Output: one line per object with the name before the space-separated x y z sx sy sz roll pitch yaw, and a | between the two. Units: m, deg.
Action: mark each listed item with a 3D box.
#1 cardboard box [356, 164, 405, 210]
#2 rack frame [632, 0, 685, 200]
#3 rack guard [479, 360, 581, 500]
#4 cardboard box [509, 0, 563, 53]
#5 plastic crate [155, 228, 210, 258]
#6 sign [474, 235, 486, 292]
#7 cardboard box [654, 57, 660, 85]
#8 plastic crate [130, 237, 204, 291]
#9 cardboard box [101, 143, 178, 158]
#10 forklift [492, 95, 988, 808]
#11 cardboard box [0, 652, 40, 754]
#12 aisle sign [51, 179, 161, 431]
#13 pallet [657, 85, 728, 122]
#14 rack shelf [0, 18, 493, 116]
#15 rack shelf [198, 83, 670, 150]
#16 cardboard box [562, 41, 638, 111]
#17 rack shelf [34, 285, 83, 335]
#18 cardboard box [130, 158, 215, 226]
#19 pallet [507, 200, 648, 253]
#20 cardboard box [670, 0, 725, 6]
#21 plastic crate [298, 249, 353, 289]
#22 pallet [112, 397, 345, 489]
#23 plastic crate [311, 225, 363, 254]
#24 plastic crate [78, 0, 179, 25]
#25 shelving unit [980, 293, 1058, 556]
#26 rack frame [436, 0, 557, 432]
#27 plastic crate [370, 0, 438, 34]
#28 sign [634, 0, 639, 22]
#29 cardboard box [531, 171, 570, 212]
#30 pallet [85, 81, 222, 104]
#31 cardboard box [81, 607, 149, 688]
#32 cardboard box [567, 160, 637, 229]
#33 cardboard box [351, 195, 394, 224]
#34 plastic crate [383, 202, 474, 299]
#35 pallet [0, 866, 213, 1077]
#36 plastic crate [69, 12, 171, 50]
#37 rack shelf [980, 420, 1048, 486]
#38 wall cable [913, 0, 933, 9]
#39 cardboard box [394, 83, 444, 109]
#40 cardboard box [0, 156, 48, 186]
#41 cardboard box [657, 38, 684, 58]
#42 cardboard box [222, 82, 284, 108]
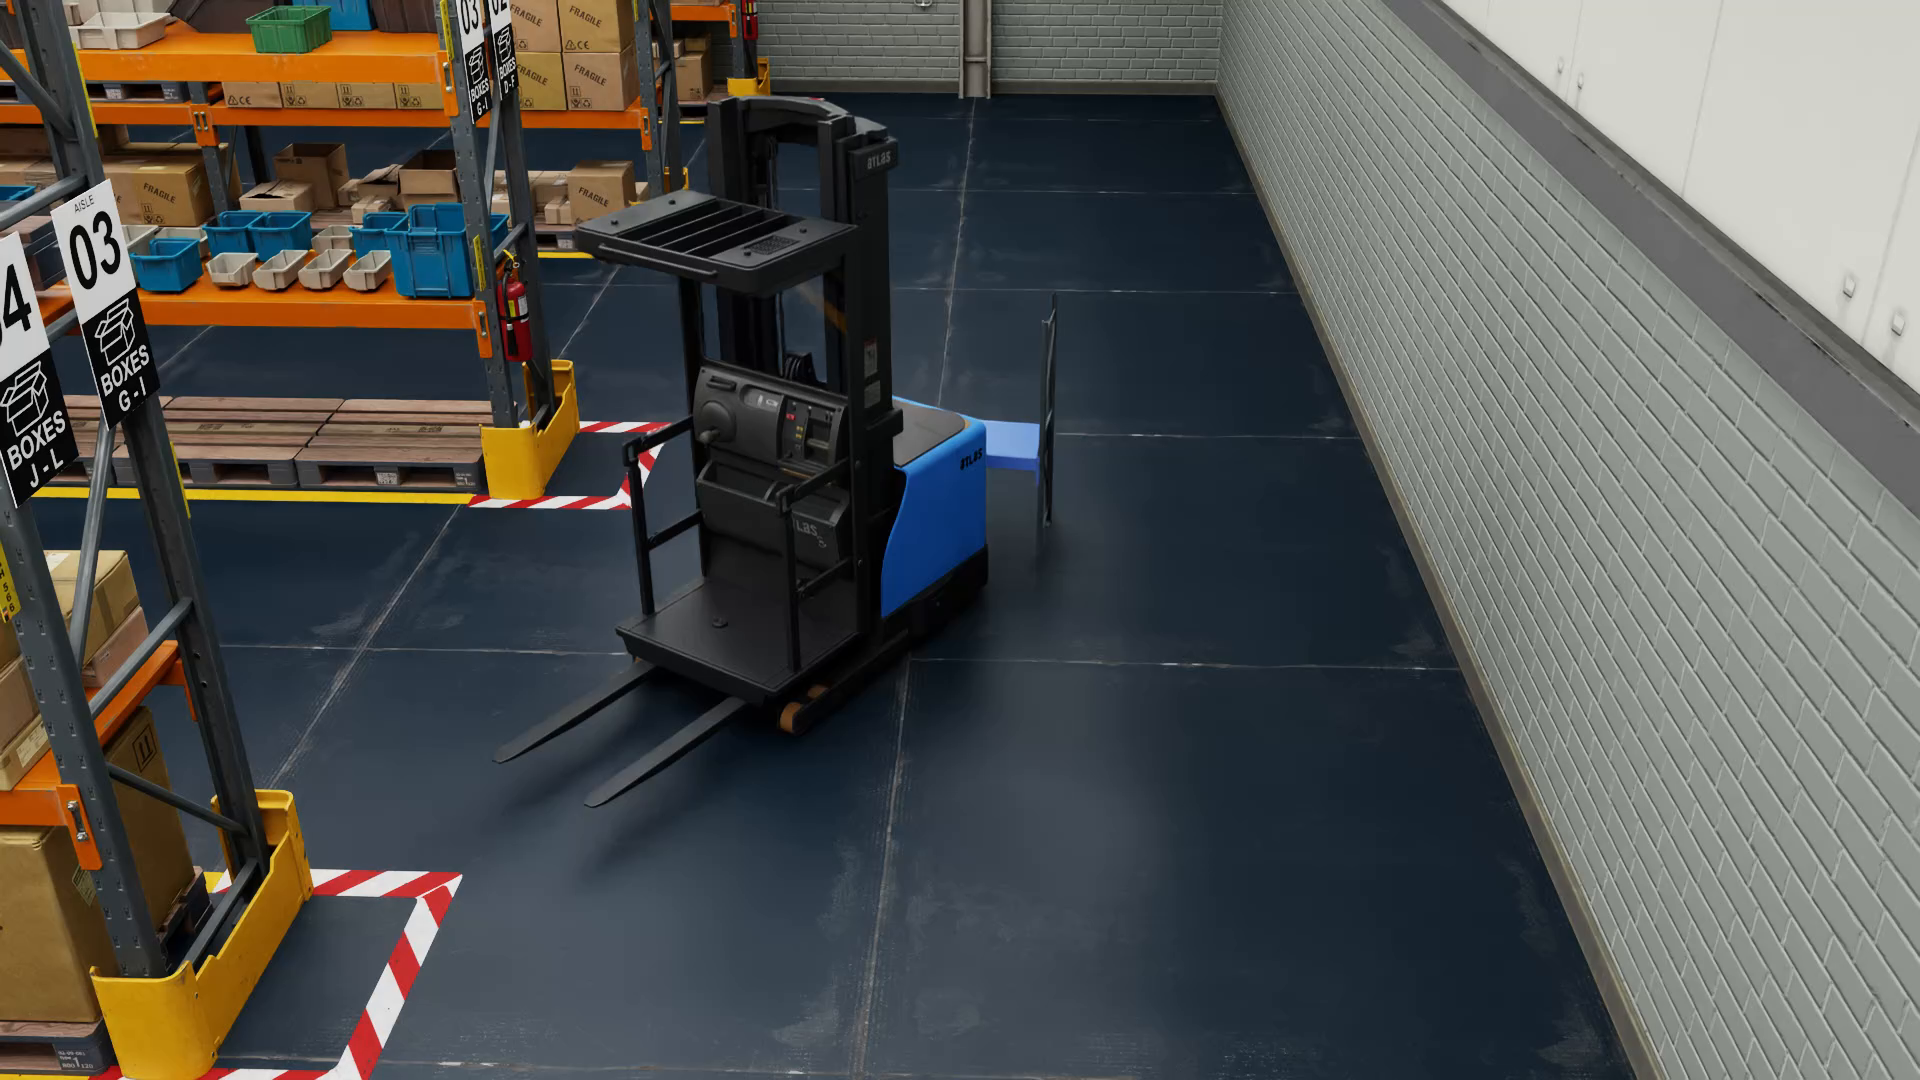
cardboard box | -5.379 -3.355 15.778 0.500 0.311 0.500 1 28 2
rack frame | -2.710 -4.172 14.917 0.127 3.000 1.000 1 28 2
rack guard | -2.864 -0.755 11.140 0.348 0.500 1.175 1 28 2
cardboard box | -3.670 -4.544 14.446 0.500 0.500 0.500 2 28 3
plastic crate | -5.135 -1.941 10.927 0.466 0.136 0.293 1 28 2
sign | -2.892 -1.668 10.019 0.005 0.325 0.100 1 28 2
cardboard box | -3.742 -5.545 19.727 0.500 0.500 0.700 1 28 2
plastic crate | -4.950 -1.720 10.406 0.300 0.233 0.416 1 28 2
cardboard box | -7.716 -3.454 15.761 0.500 0.500 0.500 1 28 3
forklift | -1.082 -0.565 8.187 1.130 2.935 3.031 18 33 30
cardboard box | -3.557 0.516 5.916 0.500 0.250 0.500 1 28 1
aisle sign | -2.981 -0.823 5.824 0.004 0.787 0.394 1 28 2
pallet | -3.341 -5.235 19.900 1.213 0.211 1.003 1 28 2
rack shelf | -4.888 -2.894 10.072 4.000 0.370 1.077 1 28 2
rack shelf | -4.709 -3.887 15.148 4.000 0.370 1.077 1 28 2
cardboard box | -3.167 -4.096 14.667 0.500 0.500 0.500 2 28 3
rack shelf | -5.062 -0.575 5.698 4.000 0.370 1.077 1 28 2
cardboard box | -7.211 -3.202 15.287 0.500 0.500 0.500 1 28 2
pallet | -3.583 -2.954 15.597 1.213 0.211 1.003 1 28 2
cardboard box | -3.049 -6.627 19.228 0.700 0.700 0.980 2 28 4
plastic crate | -3.999 -1.704 10.479 0.243 0.136 0.396 1 28 2
pallet | -4.928 -0.675 11.297 1.213 0.211 1.003 1 28 2
plastic crate | -4.119 -1.977 10.994 0.298 0.136 0.250 1 28 2
plastic crate | -5.093 -3.307 10.210 0.530 0.282 0.437 1 28 2
shelving unit | 0.018 -0.719 10.006 1.048 1.500 0.538 5 28 9
rack frame | -2.889 -1.853 10.543 0.127 3.000 1.000 1 28 2
plastic crate | -3.264 -3.258 10.130 0.590 0.269 0.497 1 28 2
sign | -2.750 -4.564 14.082 0.005 0.325 0.100 1 28 2
cardboard box | -3.743 -3.301 15.741 0.500 0.250 0.500 1 28 2
pallet | -7.503 -4.217 15.208 1.213 0.211 1.003 1 28 2
cardboard box | -3.407 0.416 6.531 0.250 0.149 0.380 1 28 2
cardboard box | -3.262 -3.155 15.199 0.500 0.500 0.500 1 28 2
cardboard box | -5.431 -3.063 15.380 0.250 0.166 0.380 1 28 2
plastic crate | -3.230 -1.814 10.367 0.499 0.435 0.616 1 28 2
pallet | -3.865 1.721 6.779 1.213 0.211 1.003 1 28 2
plastic crate | -4.963 -2.980 9.748 0.530 0.136 0.437 1 28 2
rack shelf | 0.018 -0.561 10.090 1.000 0.185 0.538 5 28 9
wall cable | -1.226 -7.361 19.849 1.851 1.984 0.084 1 28 2
cardboard box | -4.688 -4.122 14.717 0.500 0.500 0.500 1 28 1
cardboard box | -8.714 -3.230 15.339 0.500 0.500 0.500 0 28 0
cardboard box | -3.377 -5.740 19.403 0.250 0.149 0.380 1 28 1
cardboard box | -6.208 -4.146 14.762 0.500 0.500 0.500 2 28 3
